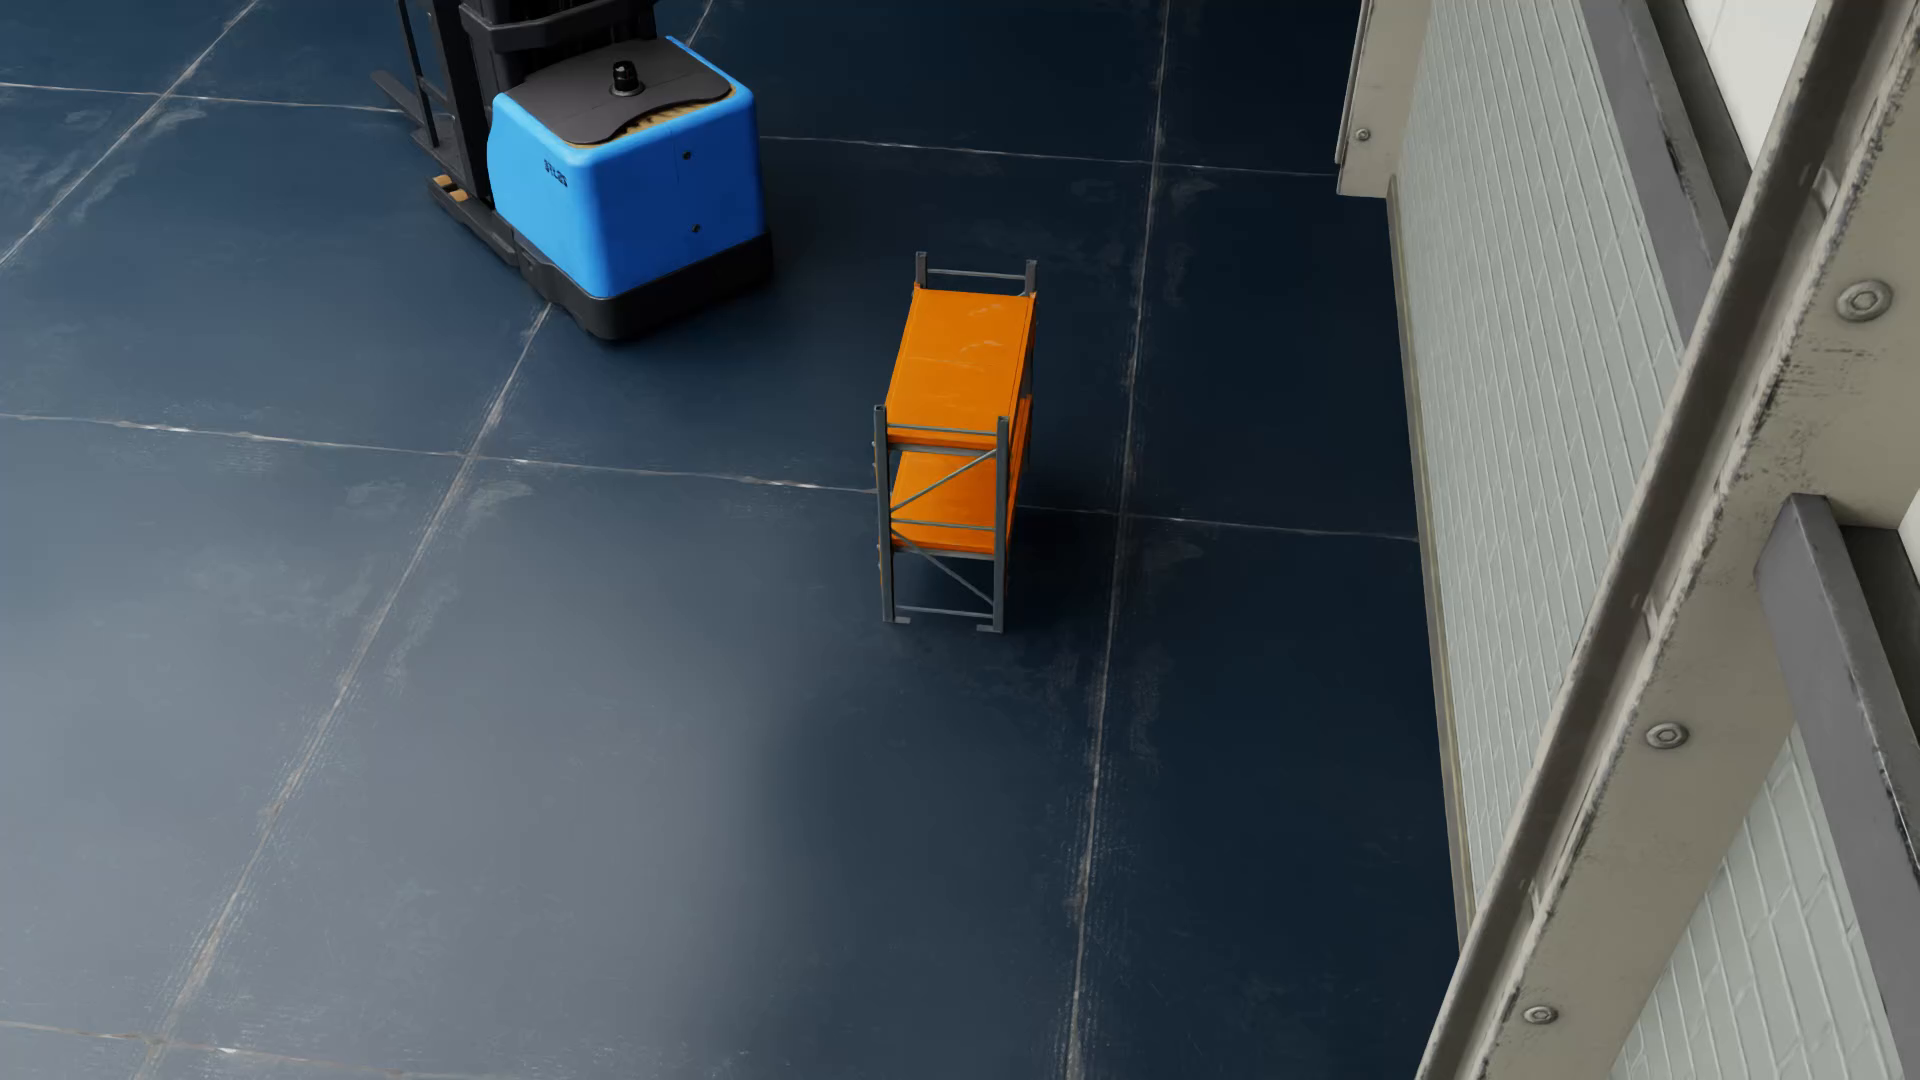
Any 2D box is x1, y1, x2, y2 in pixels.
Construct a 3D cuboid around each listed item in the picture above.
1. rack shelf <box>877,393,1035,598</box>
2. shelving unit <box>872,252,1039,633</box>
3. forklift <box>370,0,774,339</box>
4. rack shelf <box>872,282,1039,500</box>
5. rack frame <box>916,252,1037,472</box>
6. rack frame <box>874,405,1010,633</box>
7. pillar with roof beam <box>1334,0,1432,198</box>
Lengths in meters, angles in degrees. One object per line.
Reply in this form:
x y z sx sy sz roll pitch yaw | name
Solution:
-0.001 -0.226 7.026 0.538 0.278 1.000 5 44 6 | rack shelf
-0.001 -0.404 6.858 0.538 1.125 1.048 5 44 6 | shelving unit
-2.284 -3.004 8.291 1.130 2.935 3.031 -29 51 -27 | forklift
-0.001 -0.616 6.657 0.538 0.278 1.000 5 44 6 | rack shelf
0.066 -0.750 7.224 0.500 1.125 0.032 5 44 6 | rack frame
-0.068 -0.057 6.492 0.500 1.125 0.032 5 44 6 | rack frame
-1.984 -5.709 6.735 9.100 9.000 0.400 5 44 6 | pillar with roof beam
